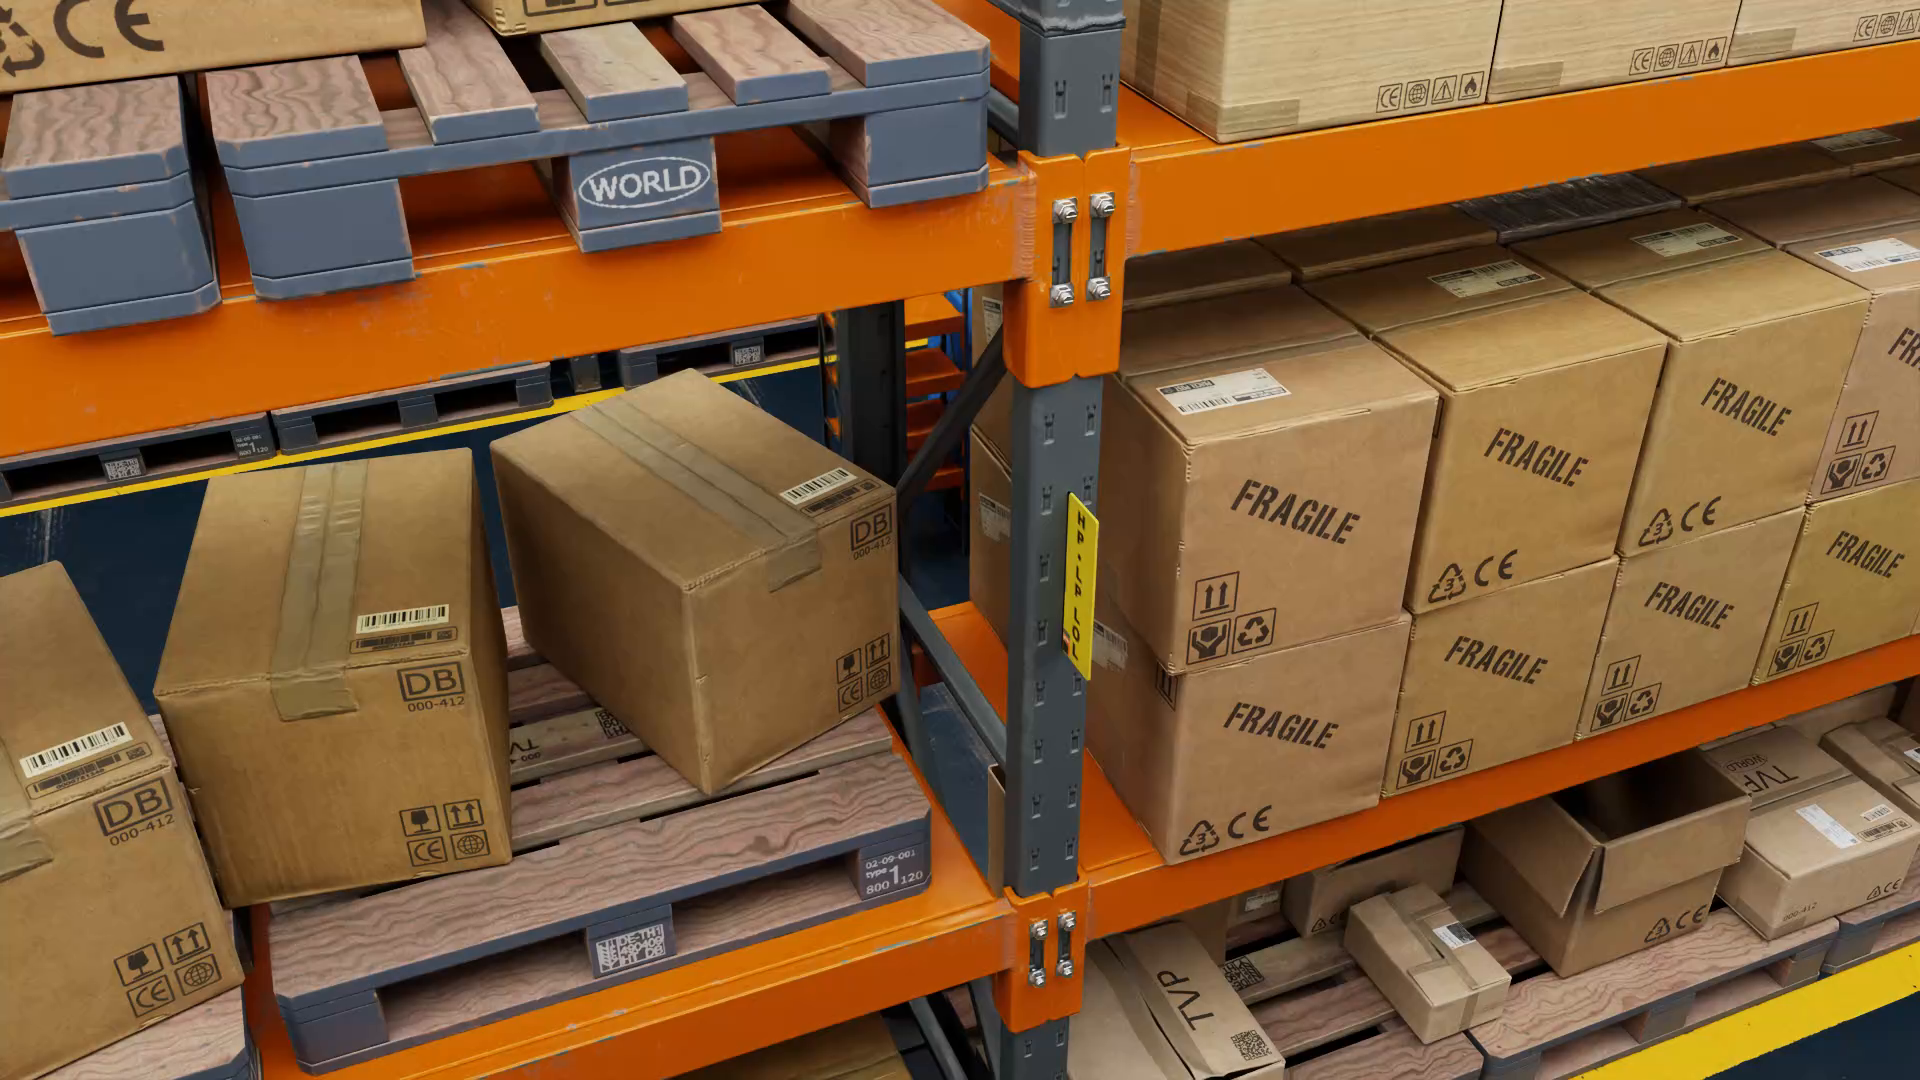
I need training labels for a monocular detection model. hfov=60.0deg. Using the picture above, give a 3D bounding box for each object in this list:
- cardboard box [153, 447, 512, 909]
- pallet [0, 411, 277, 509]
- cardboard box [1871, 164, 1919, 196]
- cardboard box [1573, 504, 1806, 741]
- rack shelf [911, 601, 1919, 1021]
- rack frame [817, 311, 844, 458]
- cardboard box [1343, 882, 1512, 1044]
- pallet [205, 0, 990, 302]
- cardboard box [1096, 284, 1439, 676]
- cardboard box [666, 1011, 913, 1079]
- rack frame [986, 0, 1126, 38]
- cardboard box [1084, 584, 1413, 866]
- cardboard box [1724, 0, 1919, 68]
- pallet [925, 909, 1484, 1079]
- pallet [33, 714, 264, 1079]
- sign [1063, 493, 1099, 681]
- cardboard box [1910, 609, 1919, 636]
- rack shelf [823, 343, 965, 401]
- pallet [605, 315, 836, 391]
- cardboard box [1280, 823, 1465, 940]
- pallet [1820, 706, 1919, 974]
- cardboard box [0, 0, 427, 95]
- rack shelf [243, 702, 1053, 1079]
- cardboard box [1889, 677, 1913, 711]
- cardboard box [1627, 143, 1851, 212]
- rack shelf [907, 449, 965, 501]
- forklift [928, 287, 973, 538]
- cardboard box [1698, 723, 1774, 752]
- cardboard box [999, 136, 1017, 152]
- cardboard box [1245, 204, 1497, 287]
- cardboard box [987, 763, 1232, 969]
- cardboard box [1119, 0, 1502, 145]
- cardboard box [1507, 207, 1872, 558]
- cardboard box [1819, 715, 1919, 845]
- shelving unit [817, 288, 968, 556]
[{"bbox_3d":[-1.148,0.236,3.160,0.500,0.500,0.700,-8,34,-11],"label":"cardboard box"},{"bbox_3d":[-3.745,-0.572,7.435,1.213,0.211,1.003,-13,35,-19],"label":"pallet"},{"bbox_3d":[2.427,-0.565,3.860,0.500,0.500,0.500,-12,35,-18],"label":"cardboard box"},{"bbox_3d":[1.493,0.062,3.812,0.500,0.500,0.500,-13,35,-19],"label":"cardboard box"},{"bbox_3d":[1.829,0.168,4.400,4.000,0.370,1.077,-13,35,-19],"label":"rack shelf"},{"bbox_3d":[-0.476,-0.403,6.269,0.015,1.200,0.240,-12,35,-18],"label":"rack frame"},{"bbox_3d":[1.249,1.125,4.465,0.250,0.166,0.380,-13,35,-19],"label":"cardboard box"},{"bbox_3d":[-0.644,-0.787,2.631,1.003,0.211,1.213,-13,35,-19],"label":"pallet"},{"bbox_3d":[0.528,-0.130,3.191,0.500,0.500,0.500,-12,35,-18],"label":"cardboard box"},{"bbox_3d":[-0.360,1.401,3.735,0.500,0.500,0.500,-13,35,-19],"label":"cardboard box"},{"bbox_3d":[-0.015,-2.225,1.919,0.127,3.000,1.000,-13,35,-19],"label":"rack frame"},{"bbox_3d":[0.560,0.277,3.483,0.500,0.500,0.500,-12,35,-18],"label":"cardboard box"},{"bbox_3d":[1.453,-1.092,3.065,0.500,0.250,0.500,-13,35,-19],"label":"cardboard box"},{"bbox_3d":[0.618,1.314,4.538,1.213,0.211,1.003,-13,35,-19],"label":"pallet"},{"bbox_3d":[-1.912,0.801,2.944,1.213,0.211,1.003,-13,35,-19],"label":"pallet"},{"bbox_3d":[0.203,0.082,2.812,0.005,0.325,0.100,-13,35,-19],"label":"sign"},{"bbox_3d":[2.426,-0.152,4.142,0.500,0.500,0.500,-13,35,-19],"label":"cardboard box"},{"bbox_3d":[-0.250,-0.583,6.259,0.480,0.148,0.258,-12,35,-18],"label":"rack shelf"},{"bbox_3d":[-1.205,-1.153,8.329,1.213,0.211,1.003,-13,35,-19],"label":"pallet"},{"bbox_3d":[1.092,0.810,4.816,0.500,0.311,0.500,-13,35,-19],"label":"cardboard box"},{"bbox_3d":[2.868,0.798,5.330,1.213,0.211,1.003,-13,35,-19],"label":"pallet"},{"bbox_3d":[-1.116,-1.006,2.227,0.600,0.600,0.600,-13,35,-19],"label":"cardboard box"},{"bbox_3d":[-1.860,1.013,3.102,4.000,0.370,1.077,-13,35,-19],"label":"rack shelf"},{"bbox_3d":[2.923,0.416,5.555,0.250,0.166,0.380,-13,35,-19],"label":"cardboard box"},{"bbox_3d":[1.751,-0.730,4.113,0.500,0.500,0.500,-13,35,-19],"label":"cardboard box"},{"bbox_3d":[-0.250,-0.229,6.489,0.480,0.148,0.258,-12,35,-18],"label":"rack shelf"},{"bbox_3d":[1.426,-1.507,6.378,3.031,2.935,1.130,-12,35,-18],"label":"forklift"},{"bbox_3d":[2.139,0.596,5.201,0.500,0.250,0.500,-13,35,-19],"label":"cardboard box"},{"bbox_3d":[0.251,-2.161,8.632,0.250,0.149,0.380,-12,35,-18],"label":"cardboard box"},{"bbox_3d":[0.822,-0.518,3.788,0.500,0.500,0.500,-14,35,-20],"label":"cardboard box"},{"bbox_3d":[0.400,0.890,4.521,0.500,0.500,0.500,-13,35,-19],"label":"cardboard box"},{"bbox_3d":[0.529,-0.884,2.745,0.500,0.250,0.500,-13,35,-19],"label":"cardboard box"},{"bbox_3d":[1.478,-0.347,3.525,0.500,0.500,0.500,-14,36,-20],"label":"cardboard box"},{"bbox_3d":[2.858,0.727,5.077,0.250,0.166,0.380,-13,35,-19],"label":"cardboard box"},{"bbox_3d":[-0.250,-0.452,6.344,0.503,1.200,0.258,-12,35,-18],"label":"shelving unit"}]
